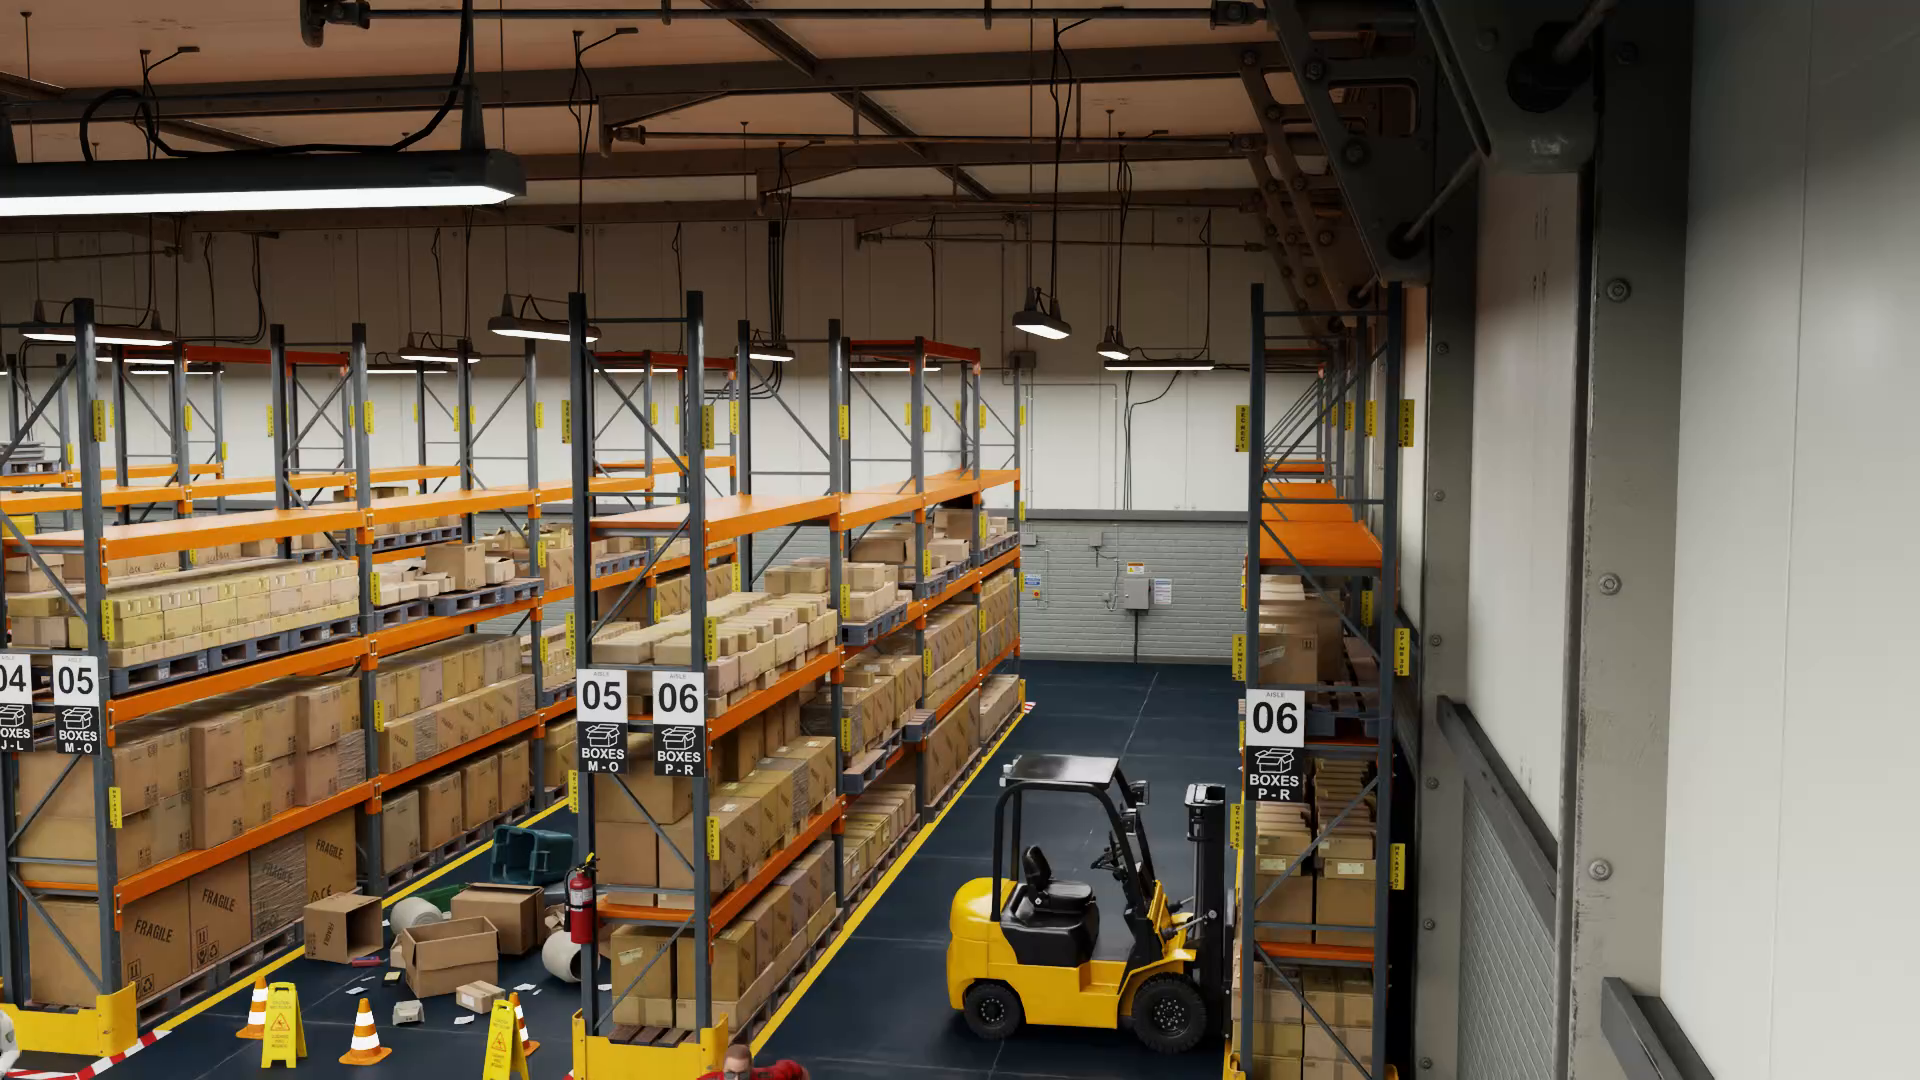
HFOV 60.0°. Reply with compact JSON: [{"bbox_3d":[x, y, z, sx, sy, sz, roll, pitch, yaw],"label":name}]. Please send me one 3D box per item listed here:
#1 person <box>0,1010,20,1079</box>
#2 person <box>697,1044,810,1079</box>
[{"bbox_3d":[-6.426,3.561,10.705,0.645,1.498,0.821,-4,6,-41],"label":"person"},{"bbox_3d":[-1.220,3.610,9.639,0.707,1.697,1.007,0,5,-2],"label":"person"}]
